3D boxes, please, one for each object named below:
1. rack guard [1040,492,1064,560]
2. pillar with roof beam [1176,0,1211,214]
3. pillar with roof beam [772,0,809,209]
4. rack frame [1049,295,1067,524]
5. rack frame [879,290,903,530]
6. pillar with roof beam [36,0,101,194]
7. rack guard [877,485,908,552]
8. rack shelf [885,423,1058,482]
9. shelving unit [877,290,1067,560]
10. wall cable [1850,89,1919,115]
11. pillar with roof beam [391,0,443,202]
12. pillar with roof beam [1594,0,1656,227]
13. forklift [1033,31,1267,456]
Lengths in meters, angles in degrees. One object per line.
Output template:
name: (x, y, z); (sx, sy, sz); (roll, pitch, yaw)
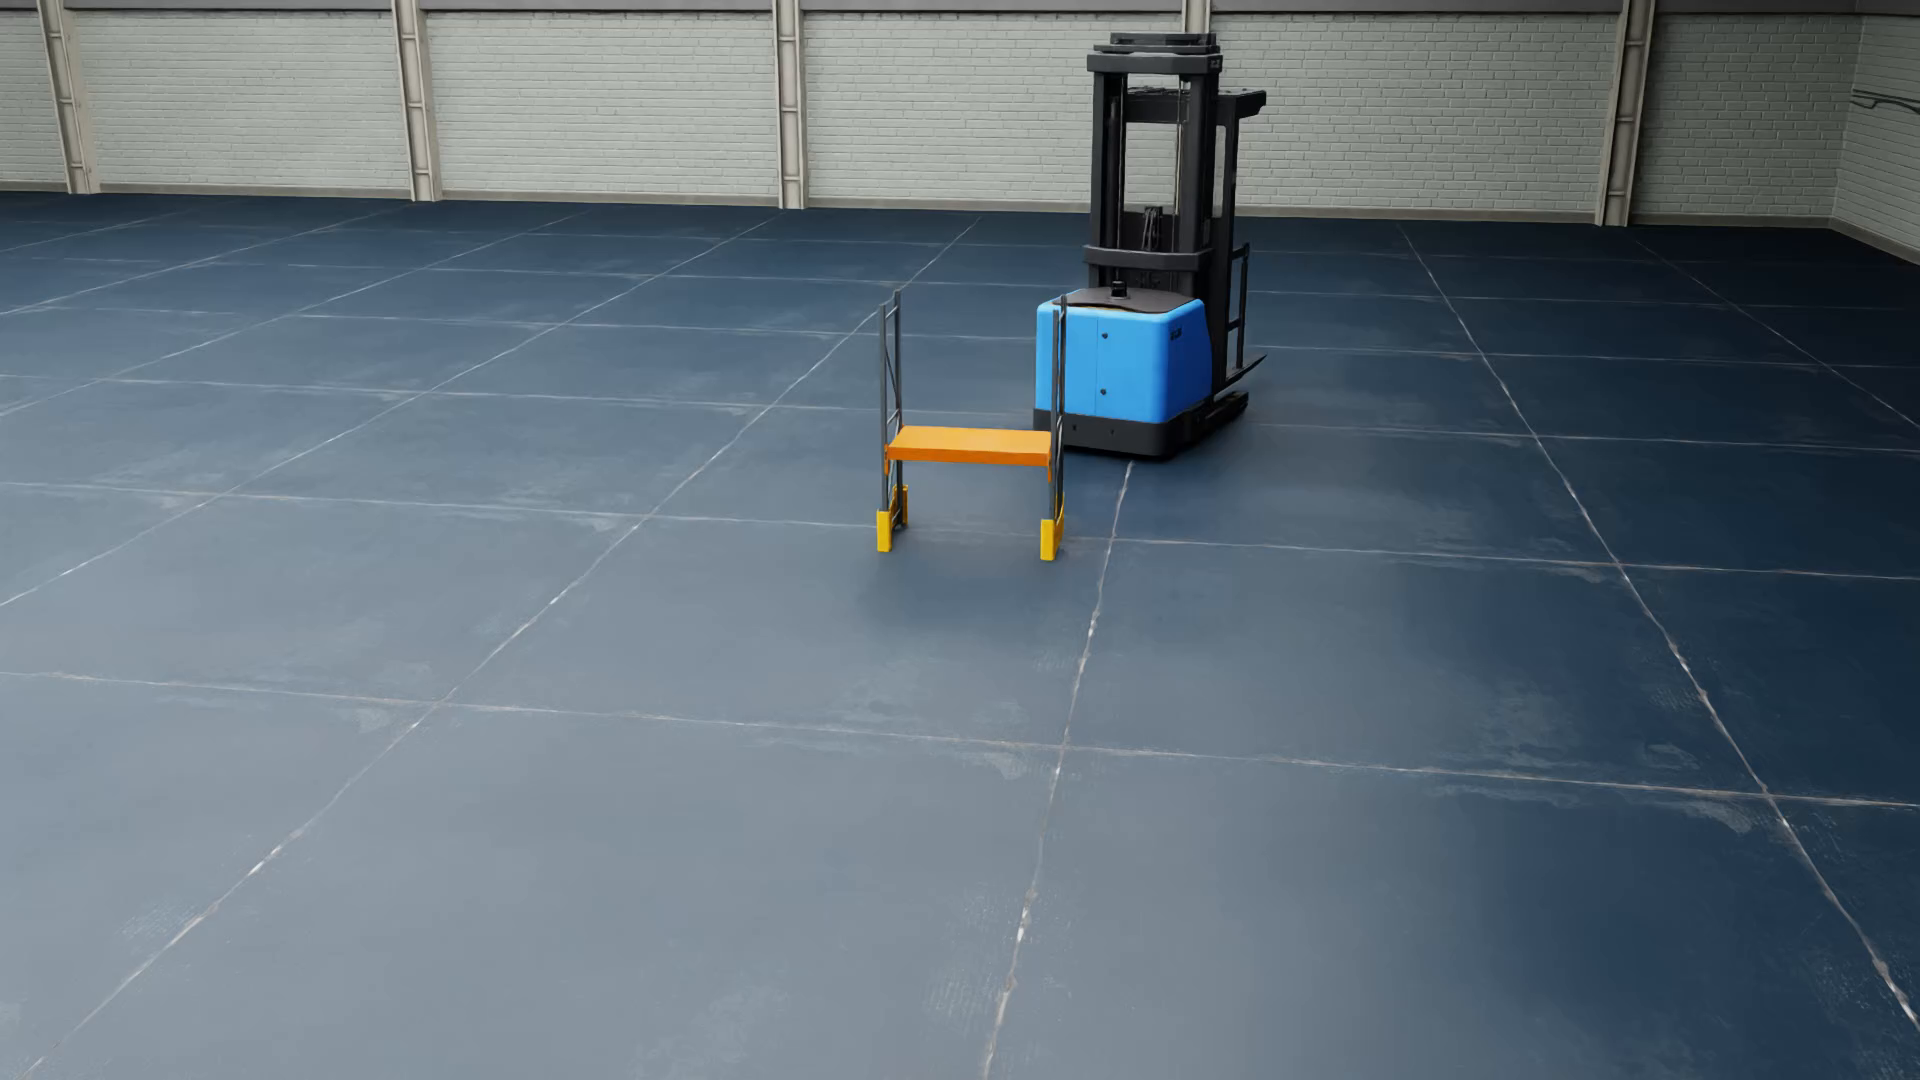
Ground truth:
rack guard: (0.567, -0.090, 10.177); (0.087, 0.250, 0.587); (3, 19, 9)
pillar with roof beam: (2.690, -7.724, 19.207); (0.400, 9.000, 9.100); (3, 19, 9)
pillar with roof beam: (-3.234, -8.026, 20.110); (0.400, 9.000, 9.100); (3, 19, 9)
rack frame: (0.586, -0.681, 9.976); (0.032, 1.500, 0.500); (3, 19, 9)
rack frame: (-0.418, -0.733, 10.129); (0.032, 1.500, 0.500); (3, 19, 9)
pillar with roof beam: (-15.082, -8.630, 21.915); (0.400, 9.000, 9.100); (3, 19, 9)
rack guard: (-0.416, -0.140, 10.327); (0.087, 0.250, 0.587); (3, 19, 9)
rack shelf: (0.084, -0.536, 10.109); (1.000, 0.185, 0.538); (3, 19, 9)
shelving unit: (0.075, -0.707, 10.054); (1.083, 1.500, 0.587); (3, 19, 9)
wall cable: (11.996, -6.736, 21.147); (0.112, 2.526, 3.097); (3, 19, 9)
pillar with roof beam: (-9.158, -8.328, 21.012); (0.400, 9.000, 9.100); (3, 19, 9)
pillar with roof beam: (8.614, -7.422, 18.305); (0.400, 9.000, 9.100); (3, 19, 9)
forklift: (1.665, -2.414, 12.897); (1.130, 2.935, 3.031); (9, 21, 26)
